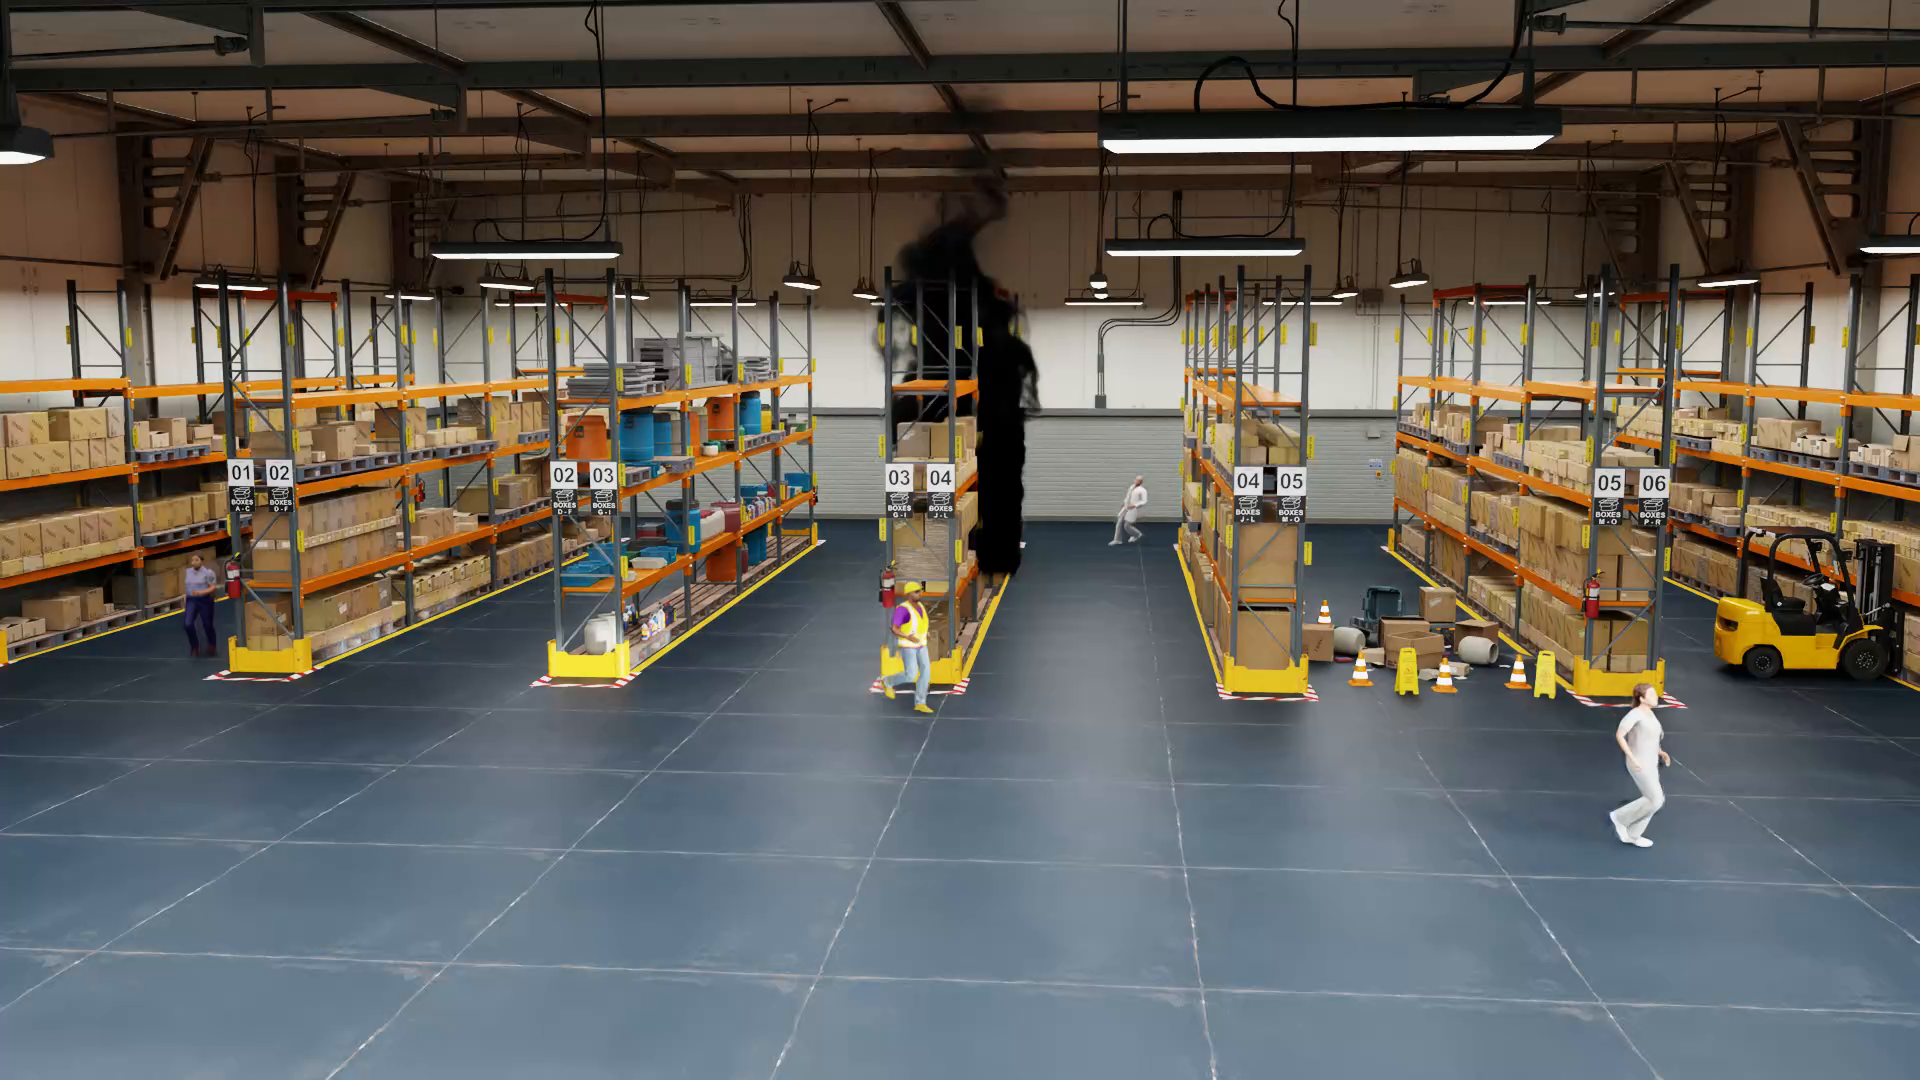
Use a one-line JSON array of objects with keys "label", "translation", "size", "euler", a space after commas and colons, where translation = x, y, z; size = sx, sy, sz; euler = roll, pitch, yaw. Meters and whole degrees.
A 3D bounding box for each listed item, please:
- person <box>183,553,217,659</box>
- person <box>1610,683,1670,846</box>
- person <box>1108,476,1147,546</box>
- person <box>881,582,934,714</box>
[{"label": "person", "translation": [-11.947, 1.035, 26.145], "size": [0.566, 1.687, 0.783], "euler": [-1, 7, -4]}, {"label": "person", "translation": [6.716, 2.213, 16.385], "size": [0.569, 1.633, 0.512], "euler": [-7, 10, -43]}, {"label": "person", "translation": [4.111, -0.692, 40.061], "size": [0.795, 1.708, 0.779], "euler": [-4, 8, -31]}, {"label": "person", "translation": [-0.663, 1.435, 22.424], "size": [0.850, 1.763, 0.701], "euler": [5, 9, 37]}]
